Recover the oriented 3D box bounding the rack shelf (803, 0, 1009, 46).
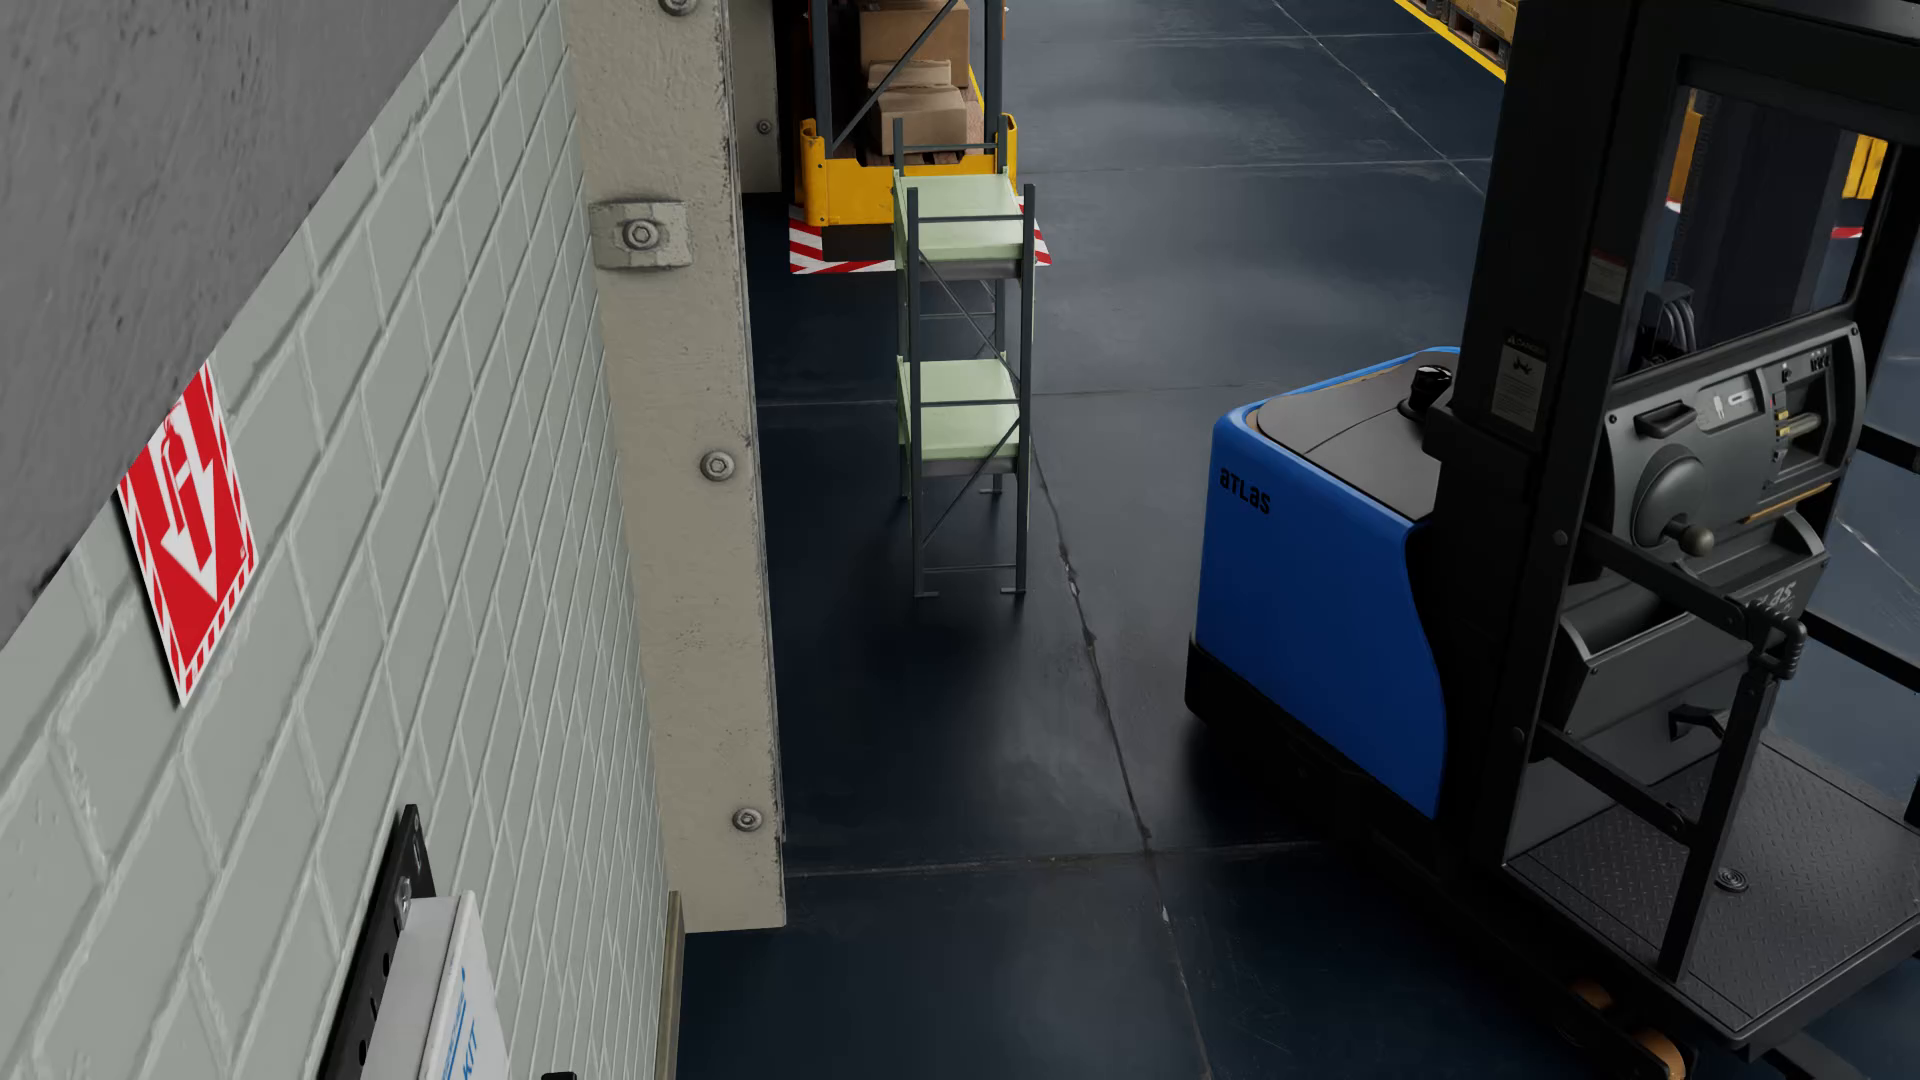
[{"bbox_3d":[-0.464,-3.796,10.382,1.077,0.370,4.000,-3,31,-5],"label":"rack shelf"}]

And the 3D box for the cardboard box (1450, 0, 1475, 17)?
[{"bbox_3d":[4.022,-4.114,12.484,0.500,0.250,0.500,-3,31,-5],"label":"cardboard box"}]

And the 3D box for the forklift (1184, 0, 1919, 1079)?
[{"bbox_3d":[1.923,-0.192,3.714,1.130,2.935,3.031,-18,35,-27],"label":"forklift"}]

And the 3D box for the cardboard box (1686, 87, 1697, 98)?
[{"bbox_3d":[4.308,-2.905,9.728,0.500,0.500,0.500,-3,31,-5],"label":"cardboard box"}]

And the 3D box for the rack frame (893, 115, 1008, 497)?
[{"bbox_3d":[-0.034,-0.827,6.173,0.400,1.500,0.023,-3,31,-5],"label":"rack frame"}]

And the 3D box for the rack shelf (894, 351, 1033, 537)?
[{"bbox_3d":[0.001,-0.361,6.027,0.431,0.370,0.720,-3,31,-5],"label":"rack shelf"}]

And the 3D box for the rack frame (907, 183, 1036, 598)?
[{"bbox_3d":[0.035,-0.454,5.547,0.400,1.500,0.023,-3,31,-5],"label":"rack frame"}]

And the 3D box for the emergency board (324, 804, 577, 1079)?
[{"bbox_3d":[-0.450,0.927,1.773,0.194,1.169,0.643,-3,31,-5],"label":"emergency board"}]

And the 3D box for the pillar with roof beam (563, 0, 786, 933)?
[{"bbox_3d":[3.643,-3.118,2.695,9.100,9.000,0.400,-3,31,-5],"label":"pillar with roof beam"}]

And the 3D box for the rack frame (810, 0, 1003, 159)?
[{"bbox_3d":[-0.277,-3.084,8.488,1.000,3.000,0.127,-3,31,-5],"label":"rack frame"}]

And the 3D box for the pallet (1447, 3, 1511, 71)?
[{"bbox_3d":[4.313,-3.760,12.340,1.003,0.211,1.213,-3,31,-5],"label":"pallet"}]

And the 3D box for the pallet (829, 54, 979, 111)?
[{"bbox_3d":[-0.436,-2.964,11.006,1.003,0.211,1.213,-3,31,-5],"label":"pallet"}]

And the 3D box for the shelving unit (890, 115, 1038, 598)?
[{"bbox_3d":[0.001,-0.640,5.860,0.431,1.500,0.755,-3,31,-5],"label":"shelving unit"}]

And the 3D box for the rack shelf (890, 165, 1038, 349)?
[{"bbox_3d":[0.001,-0.976,5.660,0.431,0.370,0.720,-3,31,-5],"label":"rack shelf"}]

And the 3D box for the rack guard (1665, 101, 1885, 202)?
[{"bbox_3d":[4.657,-2.238,9.509,1.175,0.500,0.348,-3,31,-5],"label":"rack guard"}]

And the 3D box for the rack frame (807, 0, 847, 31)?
[{"bbox_3d":[-0.651,-5.126,11.907,1.000,3.000,0.127,-3,31,-5],"label":"rack frame"}]

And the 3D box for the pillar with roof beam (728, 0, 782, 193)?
[{"bbox_3d":[3.082,-6.182,7.824,9.100,9.000,0.400,-3,31,-5],"label":"pillar with roof beam"}]

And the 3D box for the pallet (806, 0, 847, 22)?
[{"bbox_3d":[-0.725,-4.327,13.288,1.003,0.211,1.213,-3,31,-5],"label":"pallet"}]

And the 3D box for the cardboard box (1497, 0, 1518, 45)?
[{"bbox_3d":[4.106,-3.603,11.629,0.500,0.250,0.500,-3,31,-5],"label":"cardboard box"}]

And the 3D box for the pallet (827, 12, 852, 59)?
[{"bbox_3d":[-0.553,-3.588,12.051,1.003,0.211,1.213,-3,31,-5],"label":"pallet"}]

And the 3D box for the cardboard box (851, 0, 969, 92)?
[{"bbox_3d":[-0.324,-3.225,10.733,0.700,0.500,0.500,-5,31,-8],"label":"cardboard box"}]

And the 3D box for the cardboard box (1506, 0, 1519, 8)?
[{"bbox_3d":[4.106,-3.925,11.436,0.500,0.500,0.500,-3,31,-5],"label":"cardboard box"}]

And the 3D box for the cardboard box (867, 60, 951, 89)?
[{"bbox_3d":[-0.305,-2.767,10.151,0.500,0.311,0.500,0,31,0],"label":"cardboard box"}]

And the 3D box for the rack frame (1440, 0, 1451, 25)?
[{"bbox_3d":[4.281,-5.365,12.308,1.000,3.000,0.127,-3,31,-5],"label":"rack frame"}]

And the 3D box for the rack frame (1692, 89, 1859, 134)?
[{"bbox_3d":[4.655,-3.323,8.889,1.000,3.000,0.127,-3,31,-5],"label":"rack frame"}]

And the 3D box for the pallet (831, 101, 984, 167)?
[{"bbox_3d":[-0.325,-2.342,9.965,1.003,0.211,1.213,-3,31,-5],"label":"pallet"}]

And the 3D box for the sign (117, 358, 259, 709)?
[{"bbox_3d":[-0.549,-0.059,1.164,0.001,0.298,0.199,-3,31,-5],"label":"sign"}]

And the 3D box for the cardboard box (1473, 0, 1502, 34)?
[{"bbox_3d":[4.064,-3.859,12.057,0.500,0.250,0.500,-3,31,-5],"label":"cardboard box"}]

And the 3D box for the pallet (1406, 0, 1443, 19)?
[{"bbox_3d":[4.173,-4.543,13.649,1.003,0.211,1.213,-3,31,-5],"label":"pallet"}]

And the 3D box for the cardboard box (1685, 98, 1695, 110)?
[{"bbox_3d":[4.310,-2.583,9.921,0.500,0.250,0.500,-3,31,-5],"label":"cardboard box"}]

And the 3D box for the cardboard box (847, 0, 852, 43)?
[{"bbox_3d":[-0.514,-3.714,11.551,0.500,0.500,0.500,-5,31,-8],"label":"cardboard box"}]

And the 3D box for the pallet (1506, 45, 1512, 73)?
[{"bbox_3d":[4.431,-3.136,11.294,1.003,0.211,1.213,-3,31,-5],"label":"pallet"}]

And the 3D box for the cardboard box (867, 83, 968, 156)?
[{"bbox_3d":[-0.252,-2.476,9.663,0.500,0.311,0.500,-6,31,-10],"label":"cardboard box"}]

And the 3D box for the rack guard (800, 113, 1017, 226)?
[{"bbox_3d":[-0.284,-2.050,9.194,1.175,0.500,0.348,-3,31,-5],"label":"rack guard"}]
